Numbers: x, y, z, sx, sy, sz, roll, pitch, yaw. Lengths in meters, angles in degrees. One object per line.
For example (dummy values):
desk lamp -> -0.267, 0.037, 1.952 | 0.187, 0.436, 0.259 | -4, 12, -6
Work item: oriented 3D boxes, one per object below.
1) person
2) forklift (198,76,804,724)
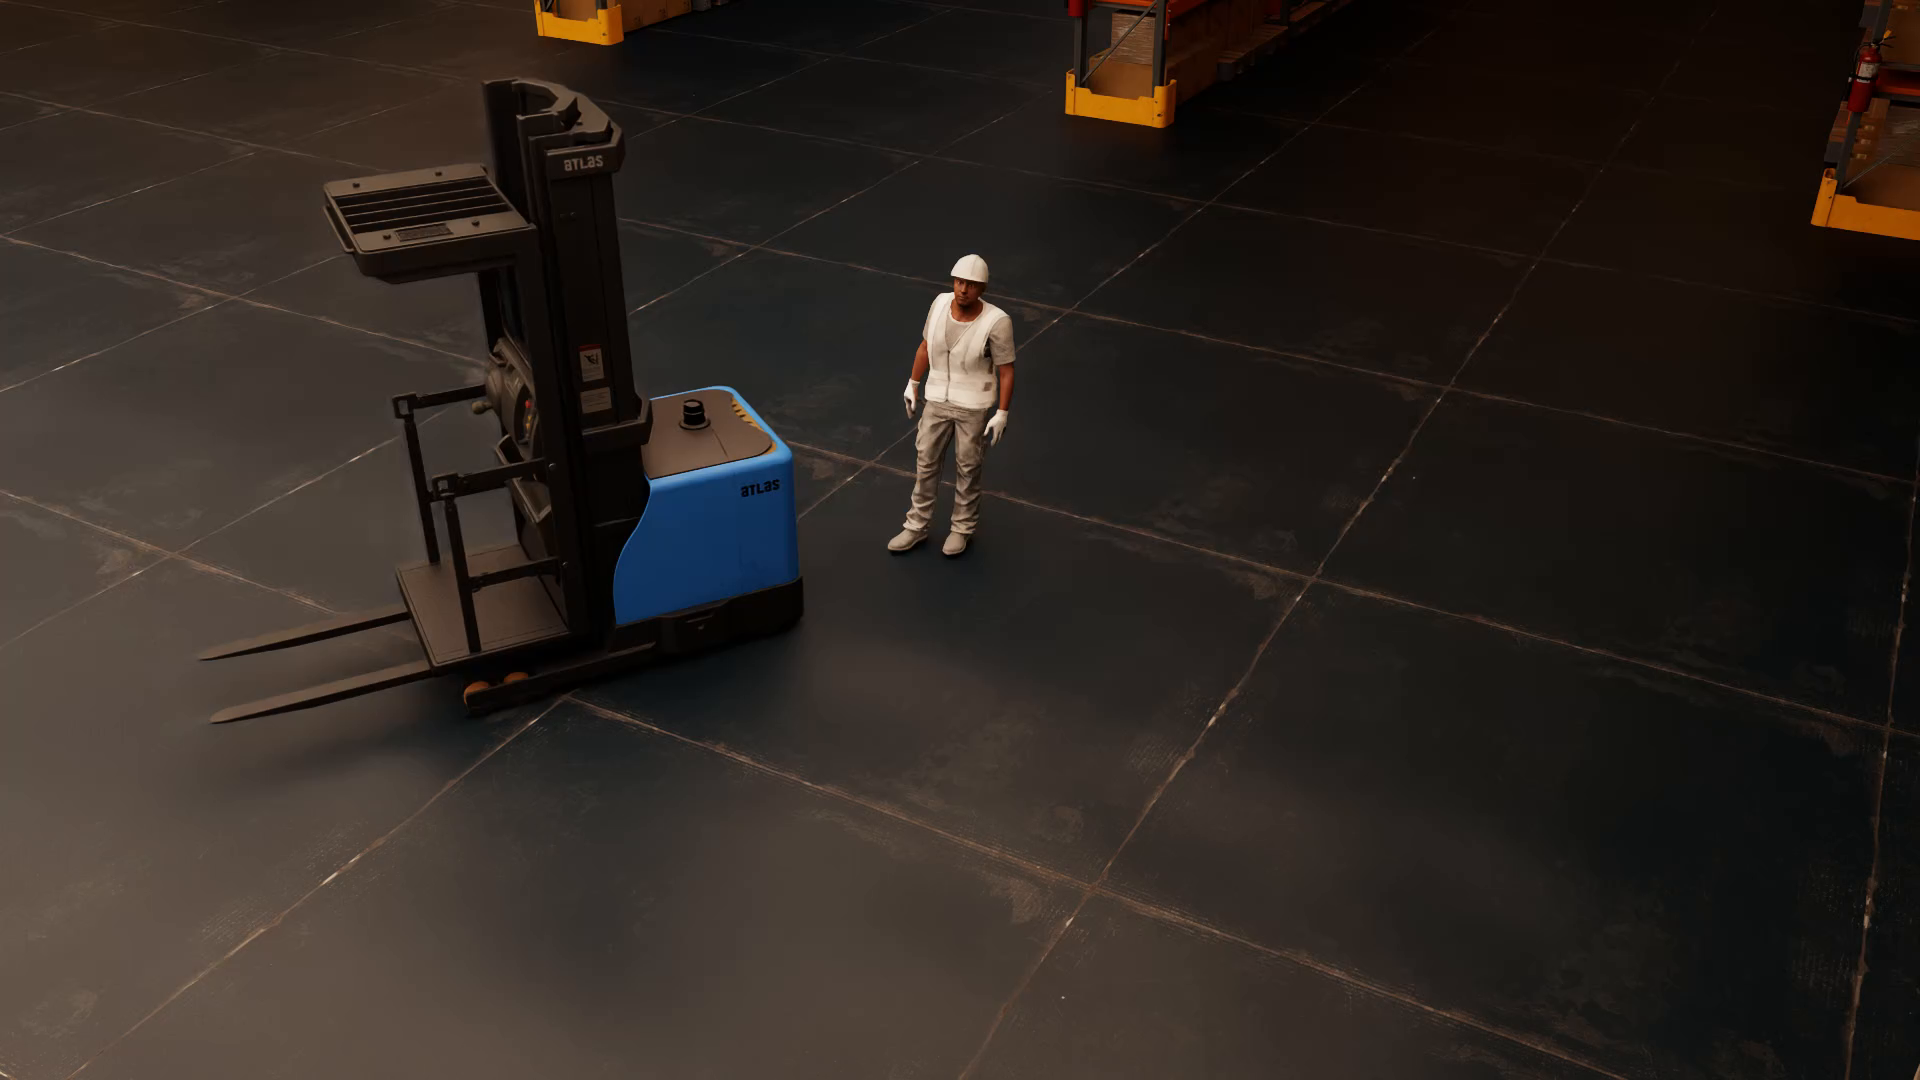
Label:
person -> -0.042, -0.749, 9.503 | 0.656, 1.781, 0.577 | 15, 33, 25
forklift -> -2.412, -0.683, 8.254 | 3.031, 2.935, 1.130 | -14, 33, -23
